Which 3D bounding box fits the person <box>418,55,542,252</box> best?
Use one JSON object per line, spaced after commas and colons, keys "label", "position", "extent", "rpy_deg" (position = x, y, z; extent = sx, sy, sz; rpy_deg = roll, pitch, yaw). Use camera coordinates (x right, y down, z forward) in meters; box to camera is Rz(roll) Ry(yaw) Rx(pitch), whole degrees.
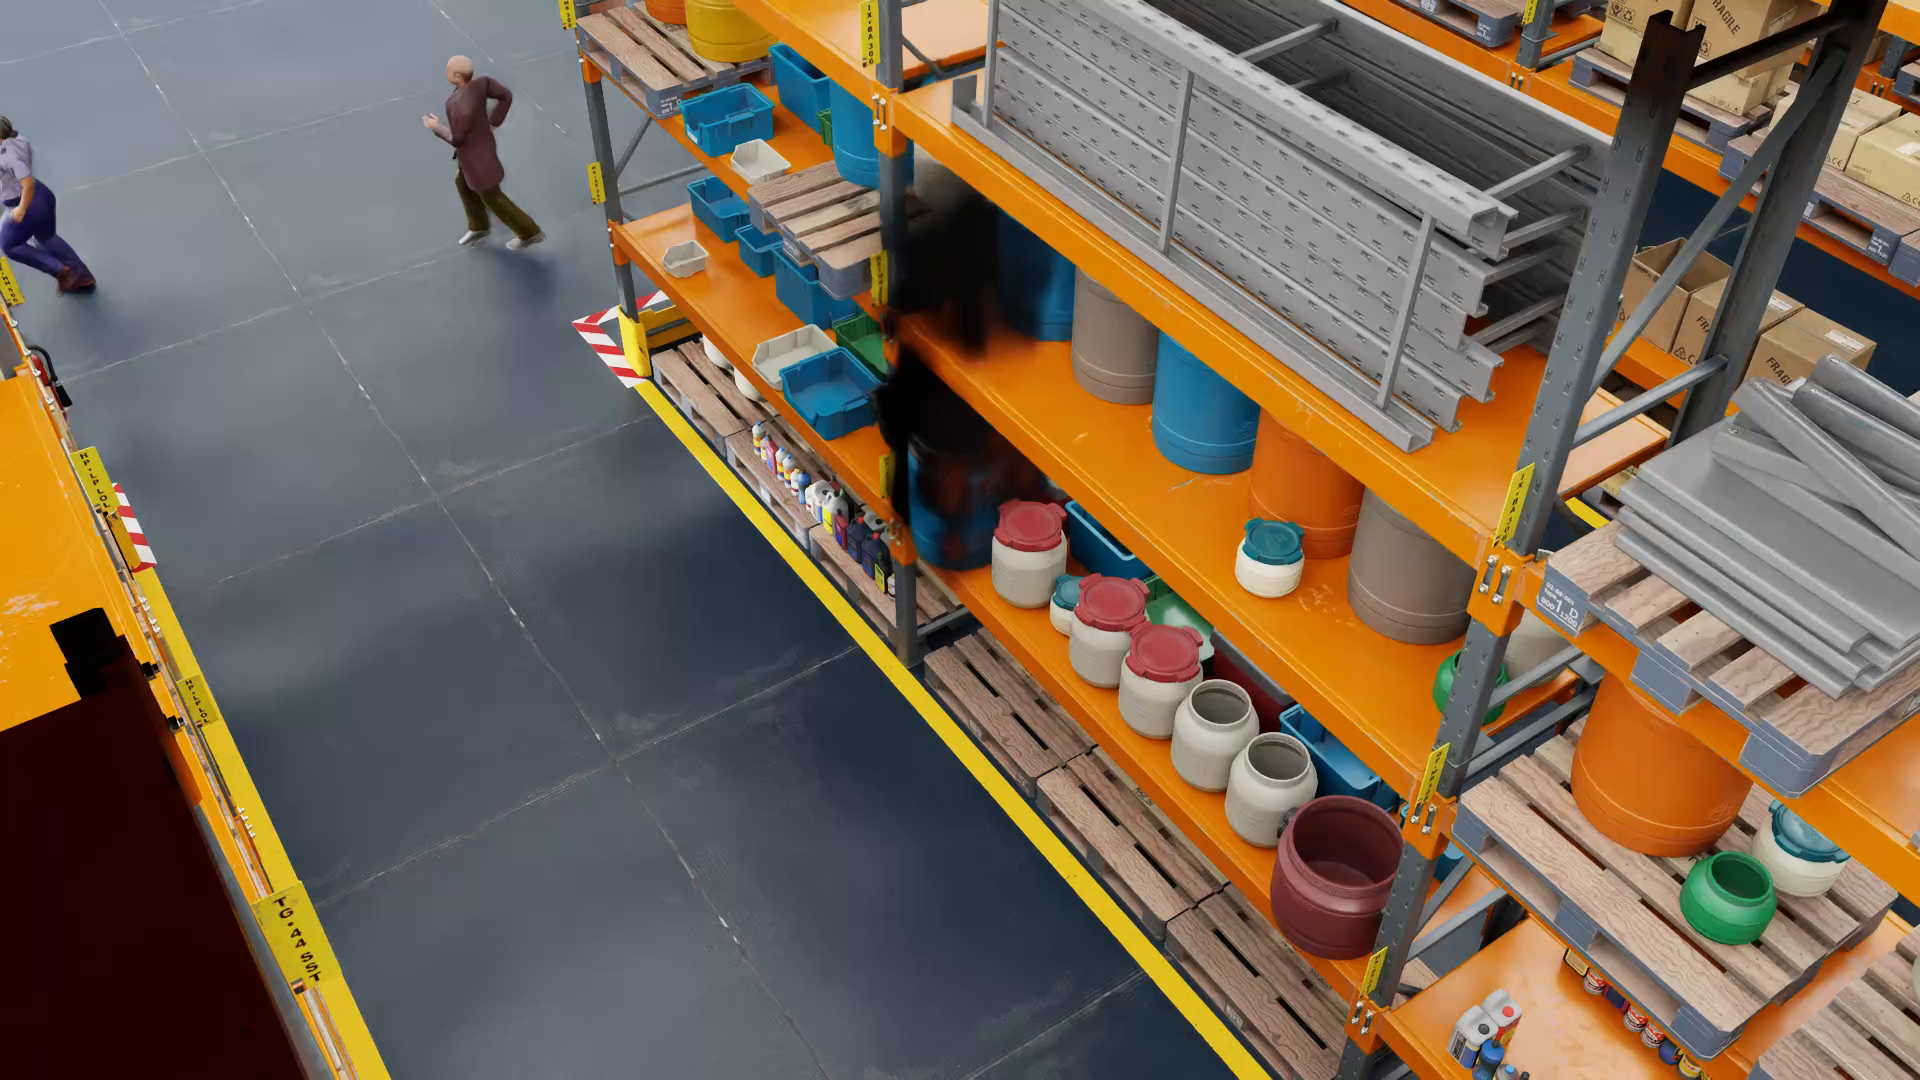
{"label": "person", "position": [-4.056, -3.203, 13.916], "extent": [0.887, 1.824, 0.682], "rpy_deg": [1, 43, 1]}

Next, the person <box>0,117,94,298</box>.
{"label": "person", "position": [-7.644, -2.709, 13.498], "extent": [0.646, 1.626, 0.583], "rpy_deg": [-3, 43, -3]}

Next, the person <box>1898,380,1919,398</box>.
{"label": "person", "position": [6.907, -1.086, 11.717], "extent": [0.554, 1.626, 0.578], "rpy_deg": [-23, 47, -23]}
